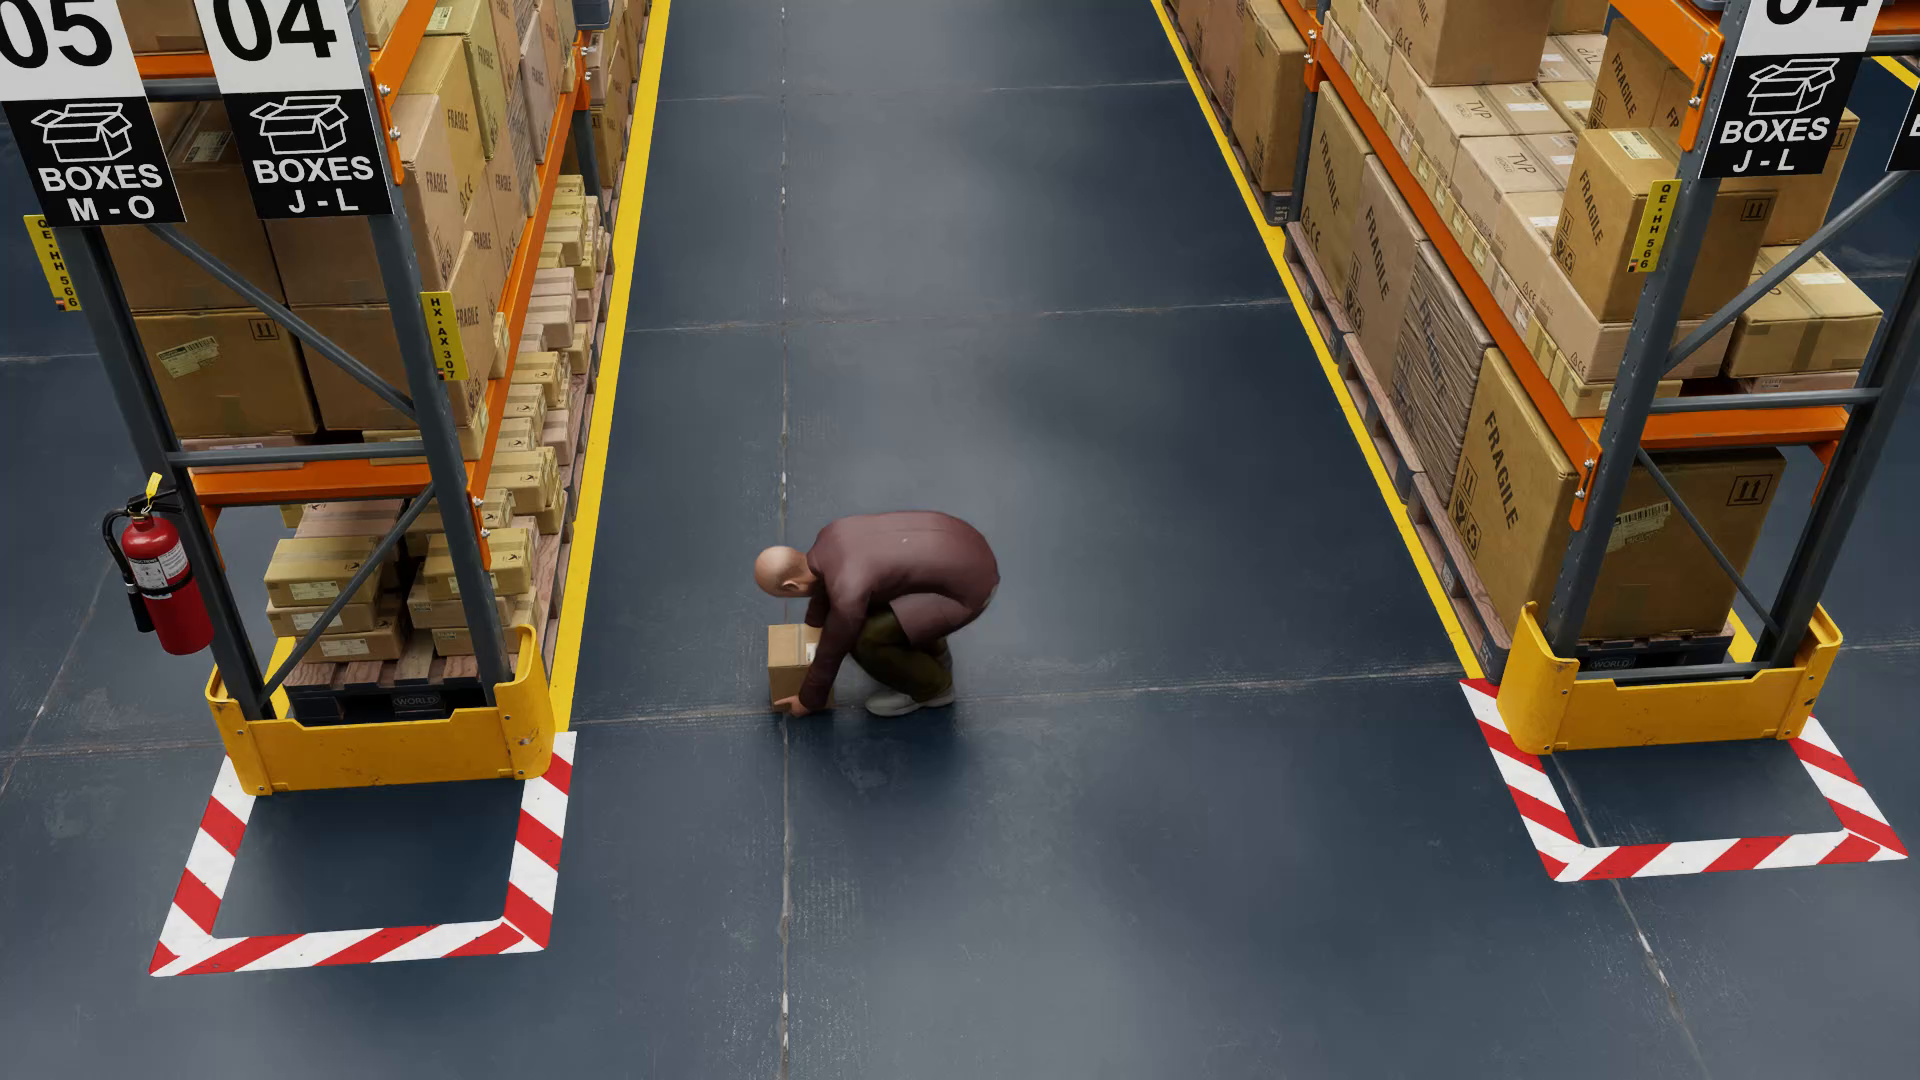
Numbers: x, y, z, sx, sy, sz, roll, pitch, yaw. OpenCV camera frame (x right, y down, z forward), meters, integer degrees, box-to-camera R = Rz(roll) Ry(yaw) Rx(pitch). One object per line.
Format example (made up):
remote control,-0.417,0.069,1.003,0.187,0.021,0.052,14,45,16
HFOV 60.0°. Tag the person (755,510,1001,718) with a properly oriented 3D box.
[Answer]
person,-0.317,0.293,6.588,0.948,0.834,0.572,-4,39,-5
